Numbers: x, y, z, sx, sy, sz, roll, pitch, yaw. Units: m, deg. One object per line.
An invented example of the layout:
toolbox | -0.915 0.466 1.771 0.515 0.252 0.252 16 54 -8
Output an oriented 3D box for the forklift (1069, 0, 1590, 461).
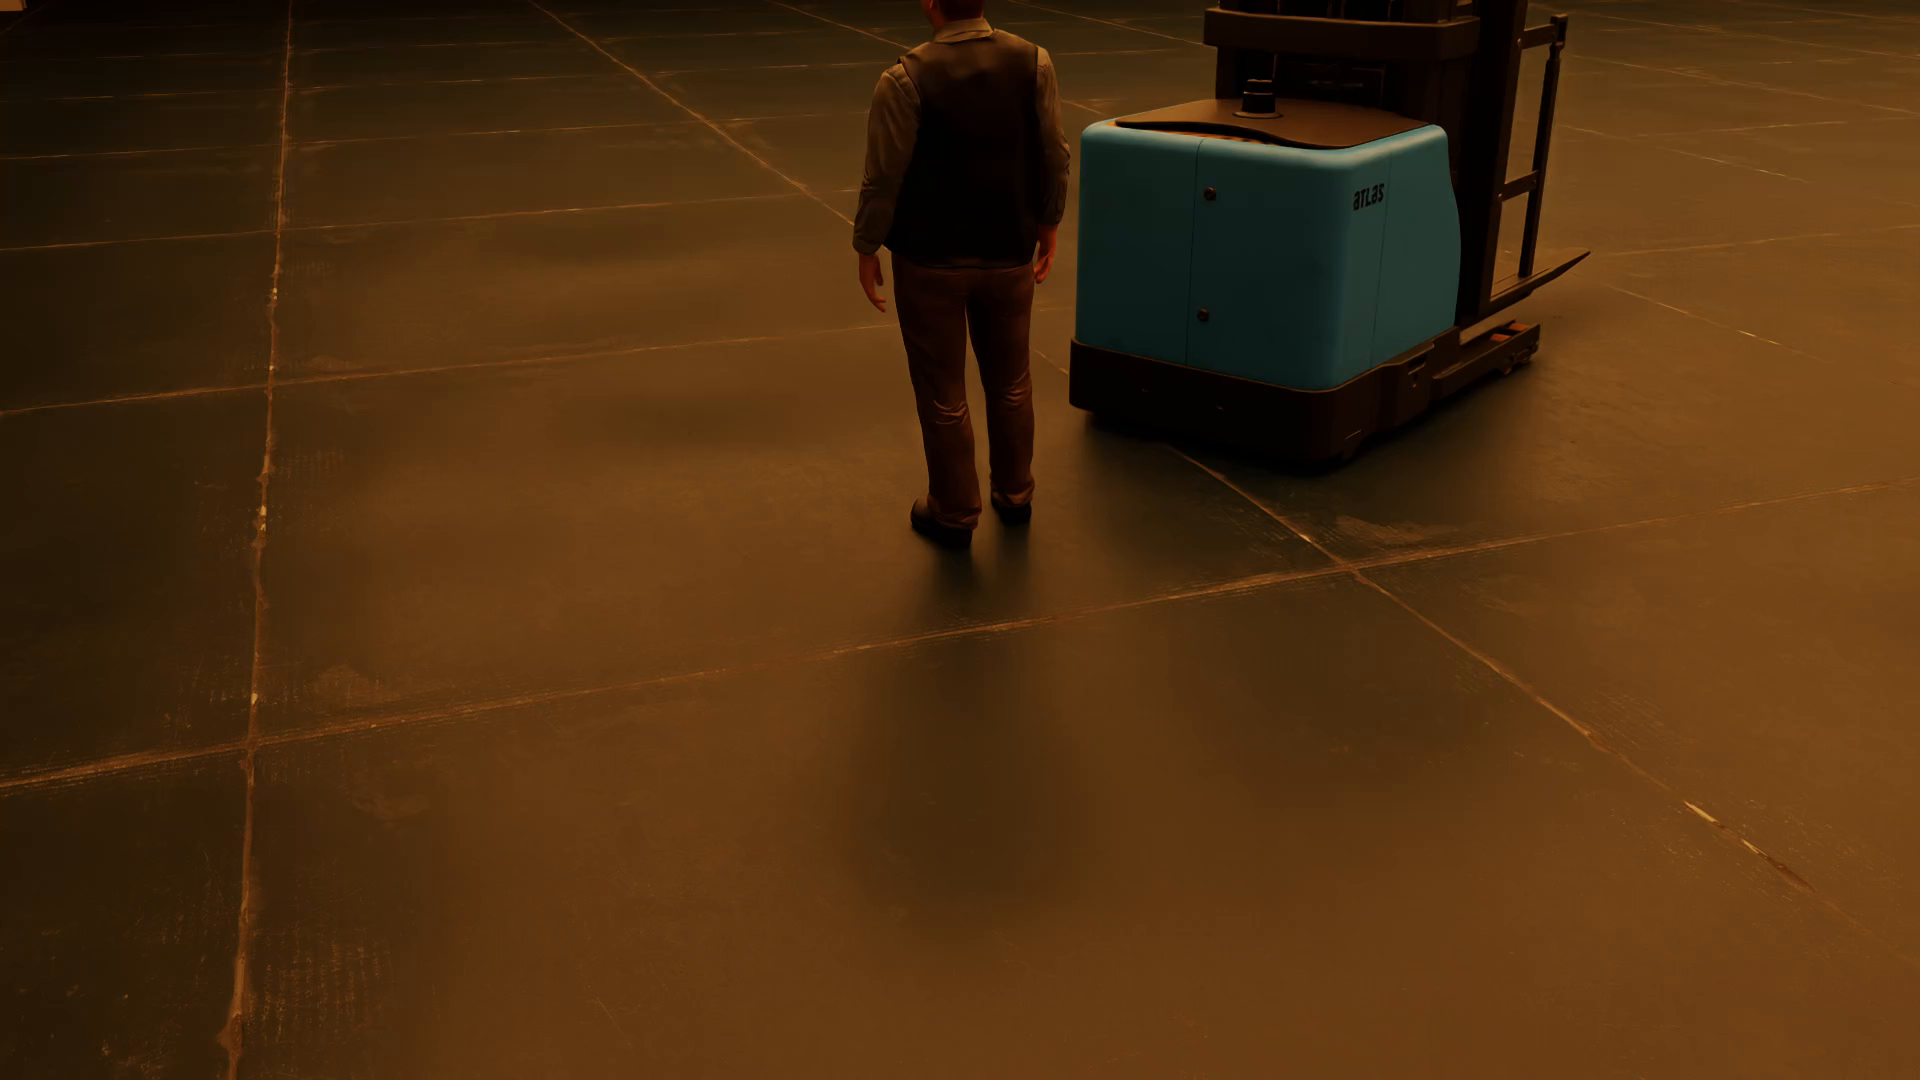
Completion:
forklift | 1.713 -2.116 6.329 1.130 2.935 3.031 17 28 35

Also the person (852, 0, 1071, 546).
person | -0.015 -0.824 4.800 0.633 1.722 0.566 -8 24 -18
